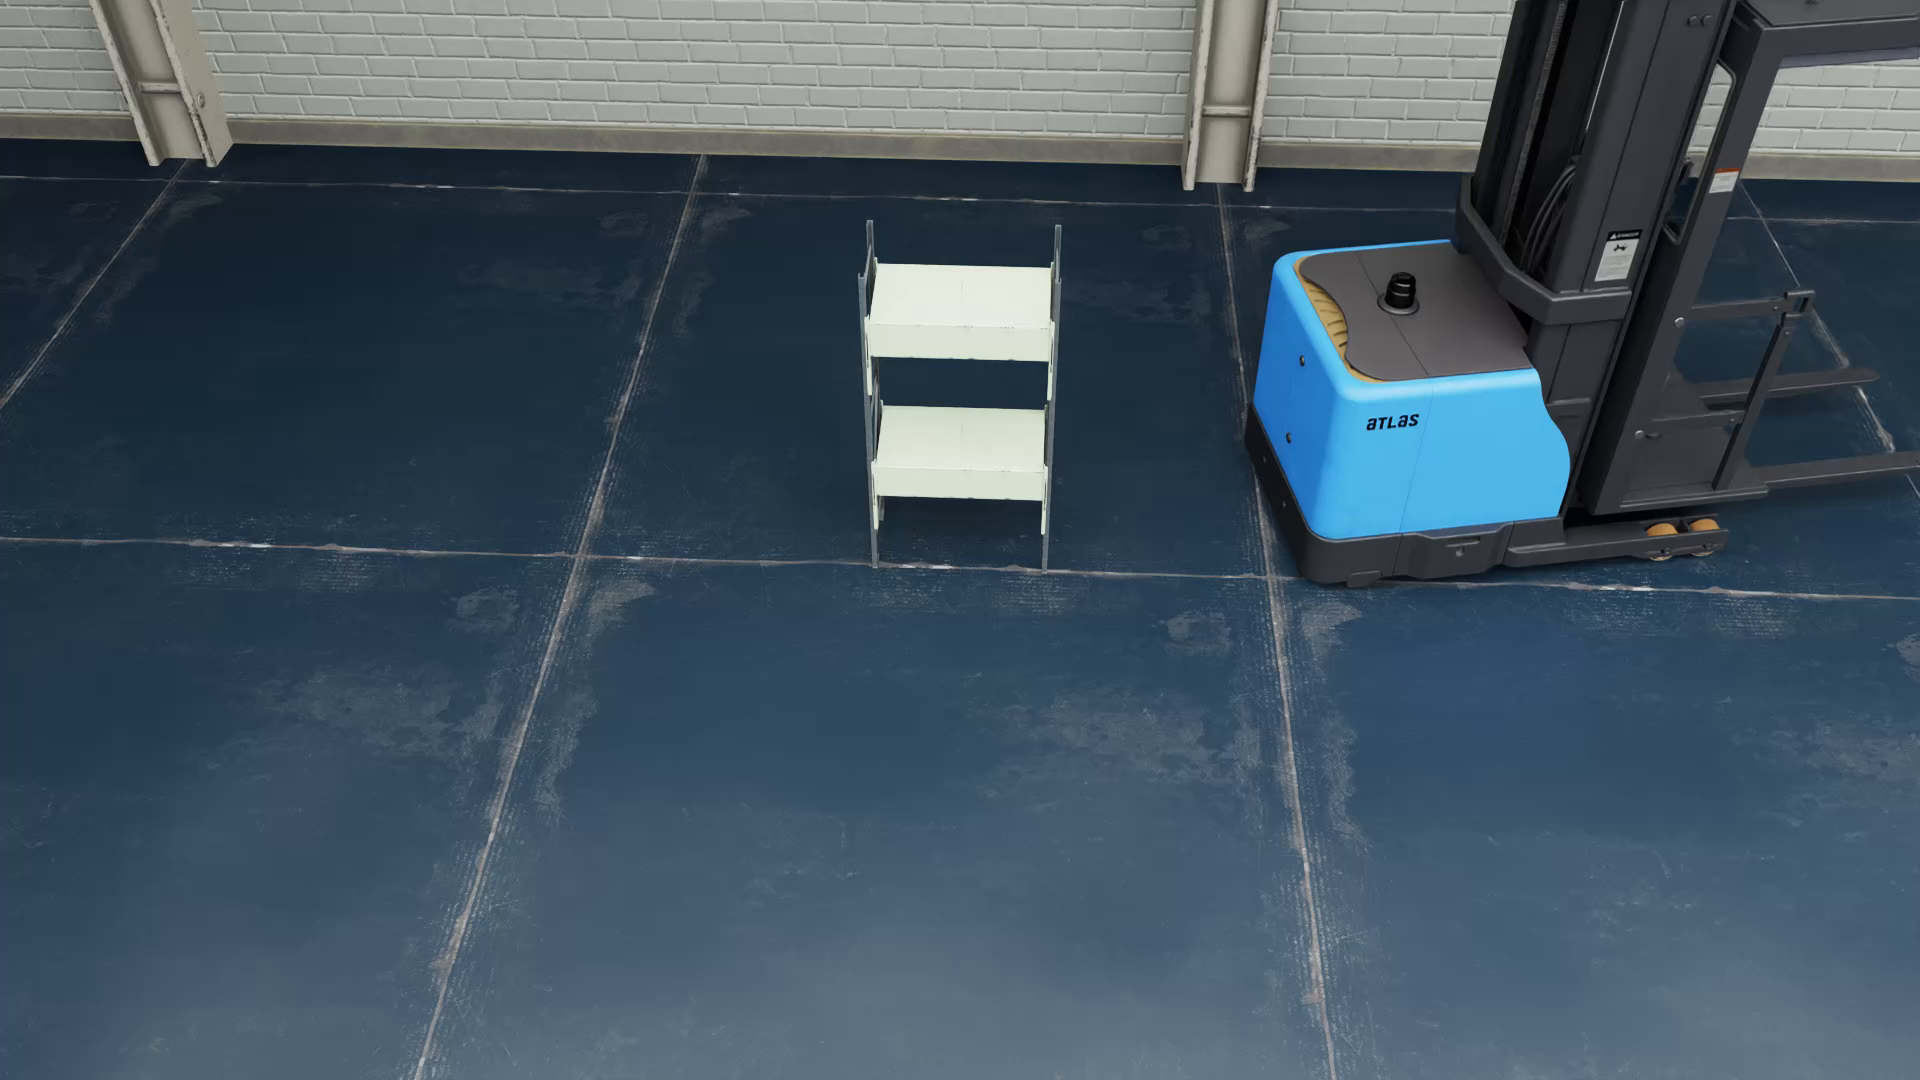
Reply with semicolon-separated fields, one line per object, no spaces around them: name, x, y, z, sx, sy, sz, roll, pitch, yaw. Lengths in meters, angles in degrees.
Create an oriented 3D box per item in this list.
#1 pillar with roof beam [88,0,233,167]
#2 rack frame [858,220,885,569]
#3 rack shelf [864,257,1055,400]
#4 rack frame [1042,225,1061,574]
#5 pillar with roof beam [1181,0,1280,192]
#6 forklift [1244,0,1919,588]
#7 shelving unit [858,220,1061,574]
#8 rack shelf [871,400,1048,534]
pillar with roof beam;-4.709;-2.640;3.567;0.400;9.000;9.100;2;43;2
rack frame;-0.359;-0.560;6.836;0.023;1.500;0.400;2;43;2
rack shelf;0.007;-0.834;6.558;0.720;0.370;0.431;2;43;2
rack frame;0.372;-0.537;6.812;0.023;1.500;0.400;2;43;2
pillar with roof beam;1.285;-2.456;3.369;0.400;9.000;9.100;2;43;2
forklift;2.880;-1.334;6.617;3.031;2.935;1.130;-6;43;-6
shelving unit;0.007;-0.549;6.824;0.755;1.500;0.431;2;43;2
rack shelf;0.007;-0.310;7.046;0.720;0.370;0.431;2;43;2
